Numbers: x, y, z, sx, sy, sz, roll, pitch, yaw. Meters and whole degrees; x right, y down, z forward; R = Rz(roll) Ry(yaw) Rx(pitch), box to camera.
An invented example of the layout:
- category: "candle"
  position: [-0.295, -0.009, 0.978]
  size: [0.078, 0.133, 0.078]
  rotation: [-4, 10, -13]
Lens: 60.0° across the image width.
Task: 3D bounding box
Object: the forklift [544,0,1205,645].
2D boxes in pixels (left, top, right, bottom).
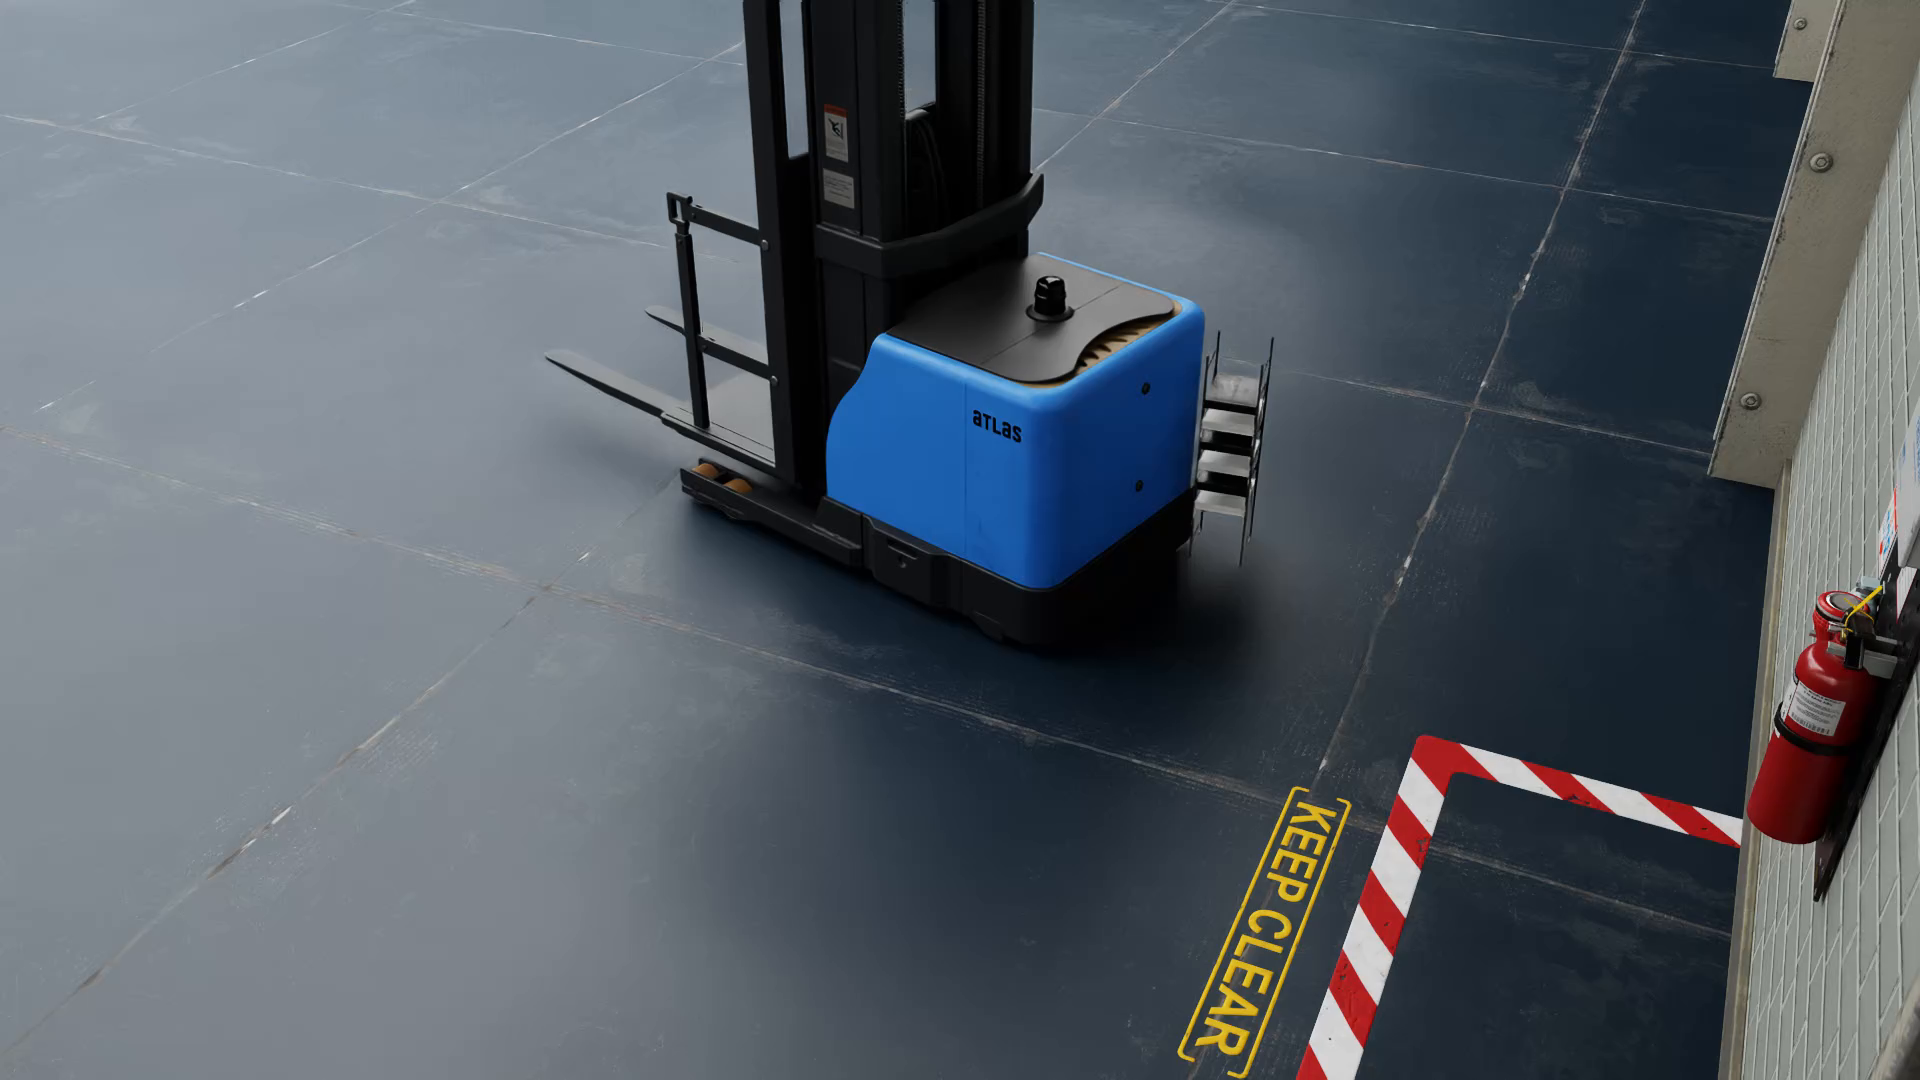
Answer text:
- category: "forklift"
  position: [-0.537, -1.509, 6.378]
  size: [3.031, 2.935, 1.130]
  rotation: [24, 40, 32]

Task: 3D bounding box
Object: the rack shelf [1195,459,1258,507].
- category: "rack shelf"
  position: [1.048, -0.243, 6.524]
  size: [0.200, 0.077, 0.258]
  rotation: [10, 35, 15]

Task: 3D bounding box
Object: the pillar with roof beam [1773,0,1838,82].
- category: "pillar with roof beam"
  position: [2.049, -8.082, 10.869]
  size: [9.100, 9.000, 0.400]
  rotation: [14, 36, 20]

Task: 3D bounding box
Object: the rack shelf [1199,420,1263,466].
- category: "rack shelf"
  position: [1.048, -0.393, 6.426]
  size: [0.200, 0.077, 0.258]
  rotation: [10, 35, 15]

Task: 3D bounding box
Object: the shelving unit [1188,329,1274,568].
- category: "shelving unit"
  position: [1.048, -0.346, 6.457]
  size: [0.210, 0.900, 0.258]
  rotation: [10, 35, 15]

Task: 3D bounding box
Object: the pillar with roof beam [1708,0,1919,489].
- category: "pillar with roof beam"
  position: [-0.461, -5.094, 6.312]
  size: [9.100, 9.000, 0.400]
  rotation: [14, 36, 20]

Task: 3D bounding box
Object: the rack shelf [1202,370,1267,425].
- category: "rack shelf"
  position: [1.048, -0.544, 6.327]
  size: [0.200, 0.077, 0.258]
  rotation: [10, 35, 15]

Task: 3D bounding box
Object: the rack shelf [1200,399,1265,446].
- category: "rack shelf"
  position: [1.048, -0.469, 6.376]
  size: [0.200, 0.077, 0.258]
  rotation: [10, 35, 15]

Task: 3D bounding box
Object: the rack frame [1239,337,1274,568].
- category: "rack frame"
  position: [1.145, -0.328, 6.430]
  size: [0.006, 0.900, 0.240]
  rotation: [10, 35, 15]

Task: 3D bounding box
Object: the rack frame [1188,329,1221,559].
- category: "rack frame"
  position: [0.952, -0.364, 6.484]
  size: [0.006, 0.900, 0.240]
  rotation: [10, 35, 15]

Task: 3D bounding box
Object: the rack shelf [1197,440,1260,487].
- category: "rack shelf"
  position: [1.048, -0.318, 6.475]
  size: [0.200, 0.077, 0.258]
  rotation: [10, 35, 15]

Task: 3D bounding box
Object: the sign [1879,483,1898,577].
- category: "sign"
  position: [2.332, -0.098, 4.131]
  size: [0.001, 0.329, 0.234]
  rotation: [14, 36, 20]

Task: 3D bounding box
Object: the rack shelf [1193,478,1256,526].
- category: "rack shelf"
  position: [1.048, -0.167, 6.574]
  size: [0.200, 0.077, 0.258]
  rotation: [10, 35, 15]

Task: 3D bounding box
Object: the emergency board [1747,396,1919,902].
- category: "emergency board"
  position: [2.007, 0.169, 3.757]
  size: [0.194, 1.169, 0.643]
  rotation: [14, 36, 20]
